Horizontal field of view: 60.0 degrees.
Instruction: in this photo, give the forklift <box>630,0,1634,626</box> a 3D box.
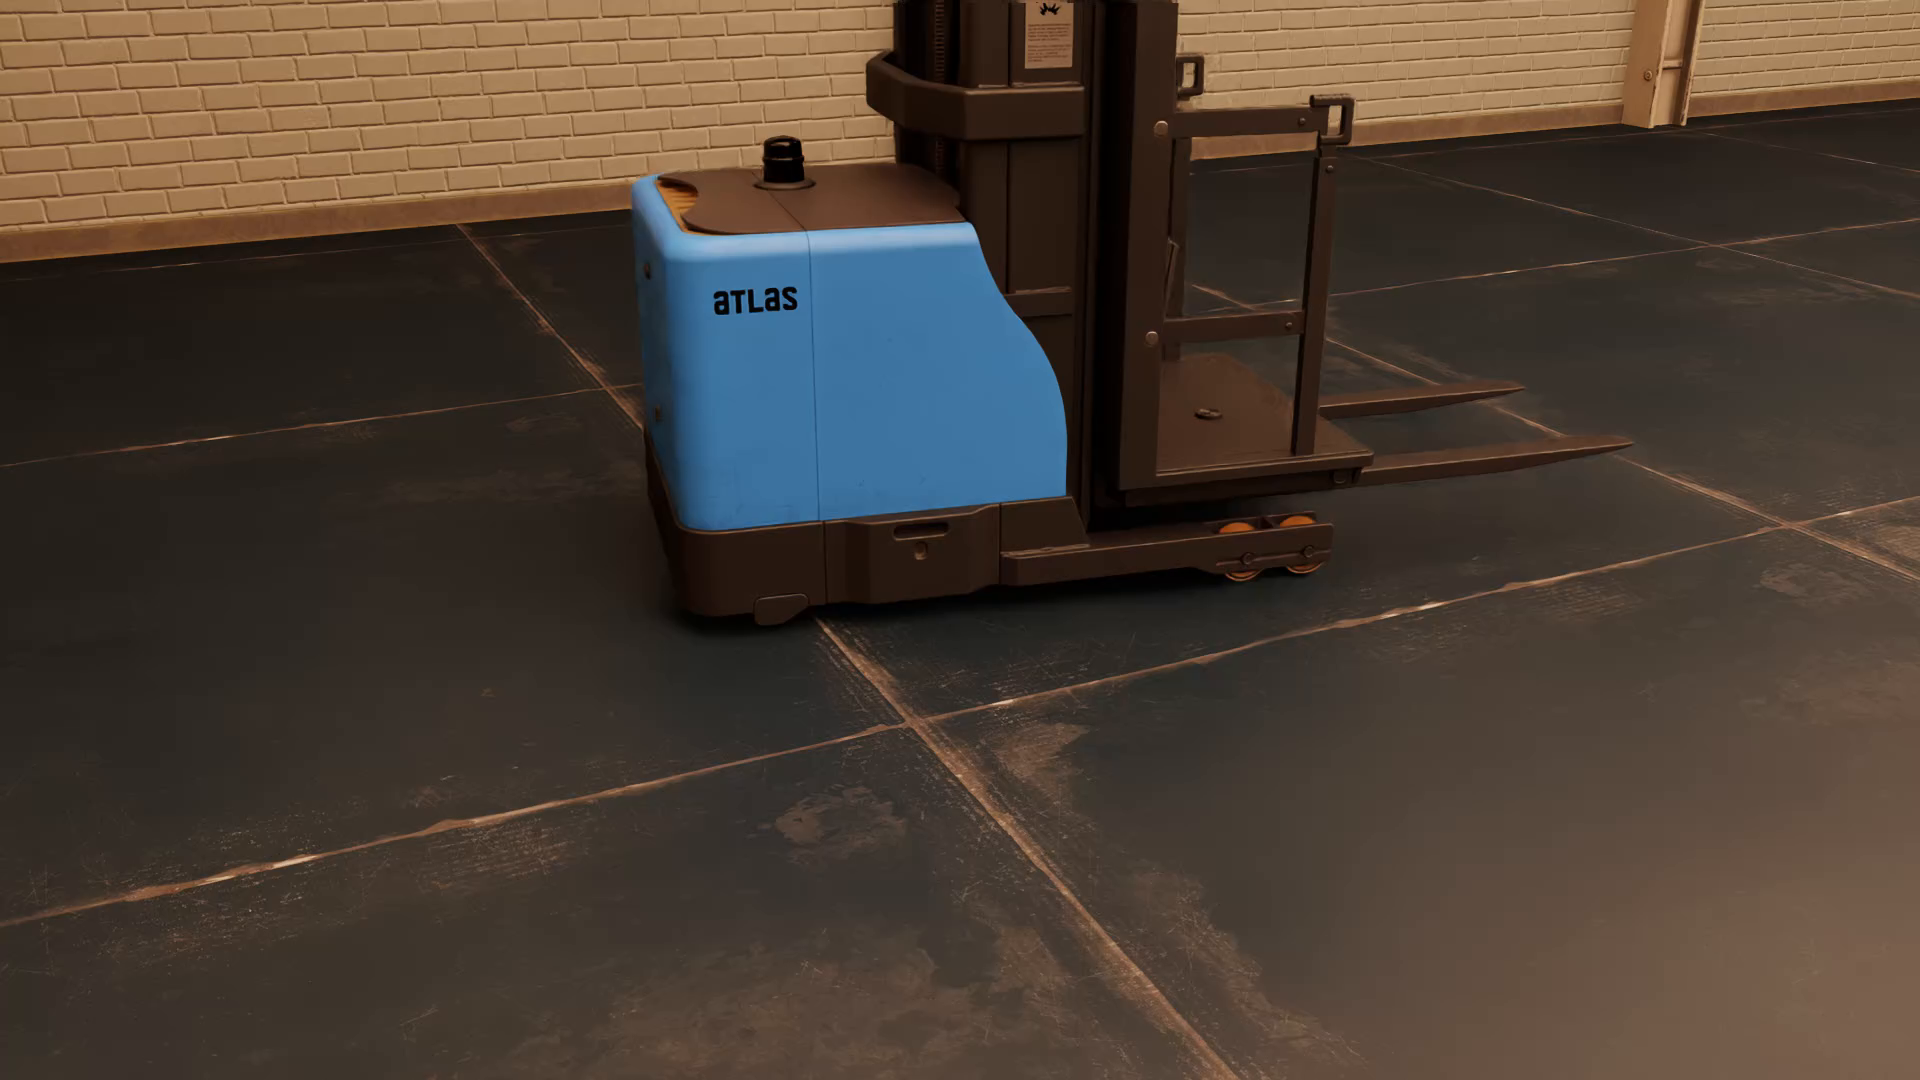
[{"bbox_3d":[0.591,-1.423,4.712,3.031,2.935,1.130,-6,23,-14],"label":"forklift"}]
